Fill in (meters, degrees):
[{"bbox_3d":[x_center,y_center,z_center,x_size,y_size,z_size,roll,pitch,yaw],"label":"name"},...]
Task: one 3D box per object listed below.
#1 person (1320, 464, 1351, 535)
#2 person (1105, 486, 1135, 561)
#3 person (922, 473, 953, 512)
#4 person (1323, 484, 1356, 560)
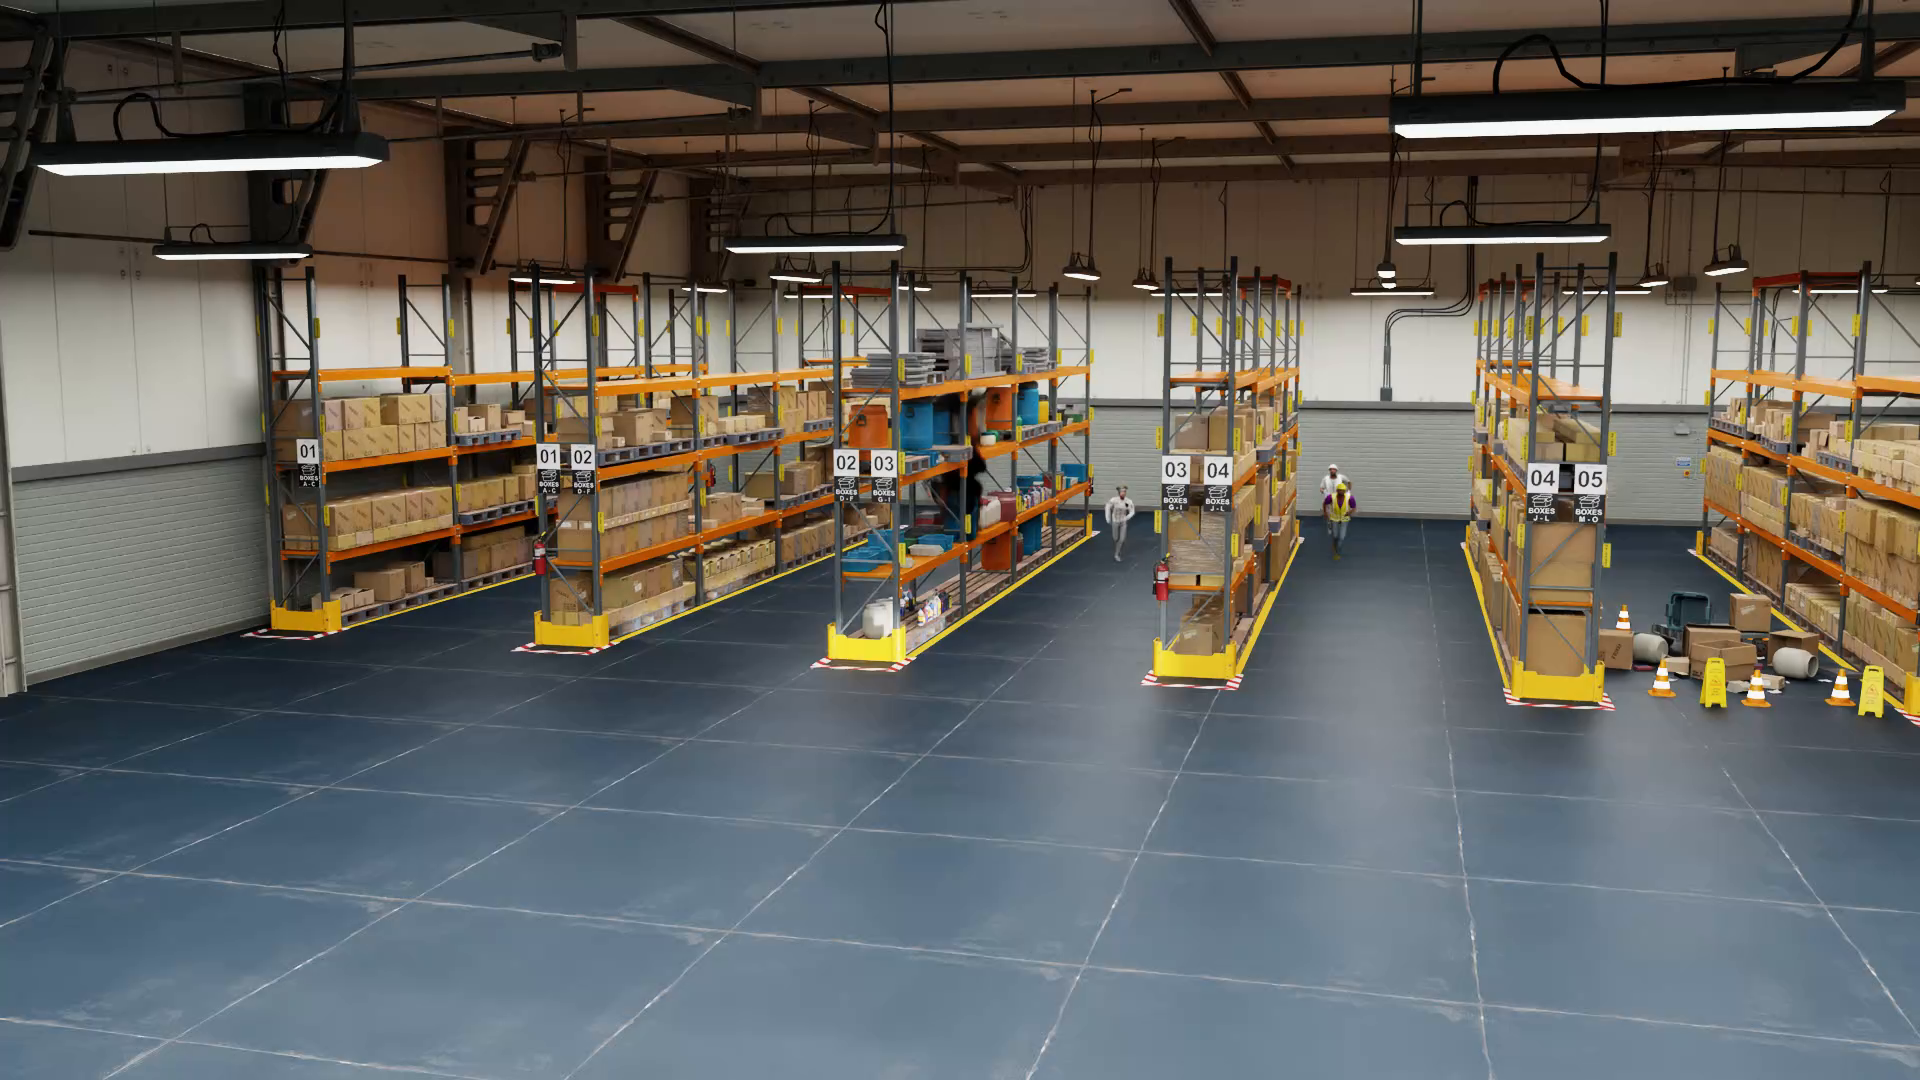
[{"bbox_3d":[9.016,-0.960,39.997,0.703,1.731,0.841,3,8,21],"label":"person"},{"bbox_3d":[3.476,-0.375,36.161,0.652,1.651,0.649,1,7,6],"label":"person"},{"bbox_3d":[-0.505,-1.090,41.789,0.792,1.664,0.718,-4,8,-27],"label":"person"},{"bbox_3d":[8.249,-0.405,36.175,0.689,1.685,0.735,1,7,6],"label":"person"}]
